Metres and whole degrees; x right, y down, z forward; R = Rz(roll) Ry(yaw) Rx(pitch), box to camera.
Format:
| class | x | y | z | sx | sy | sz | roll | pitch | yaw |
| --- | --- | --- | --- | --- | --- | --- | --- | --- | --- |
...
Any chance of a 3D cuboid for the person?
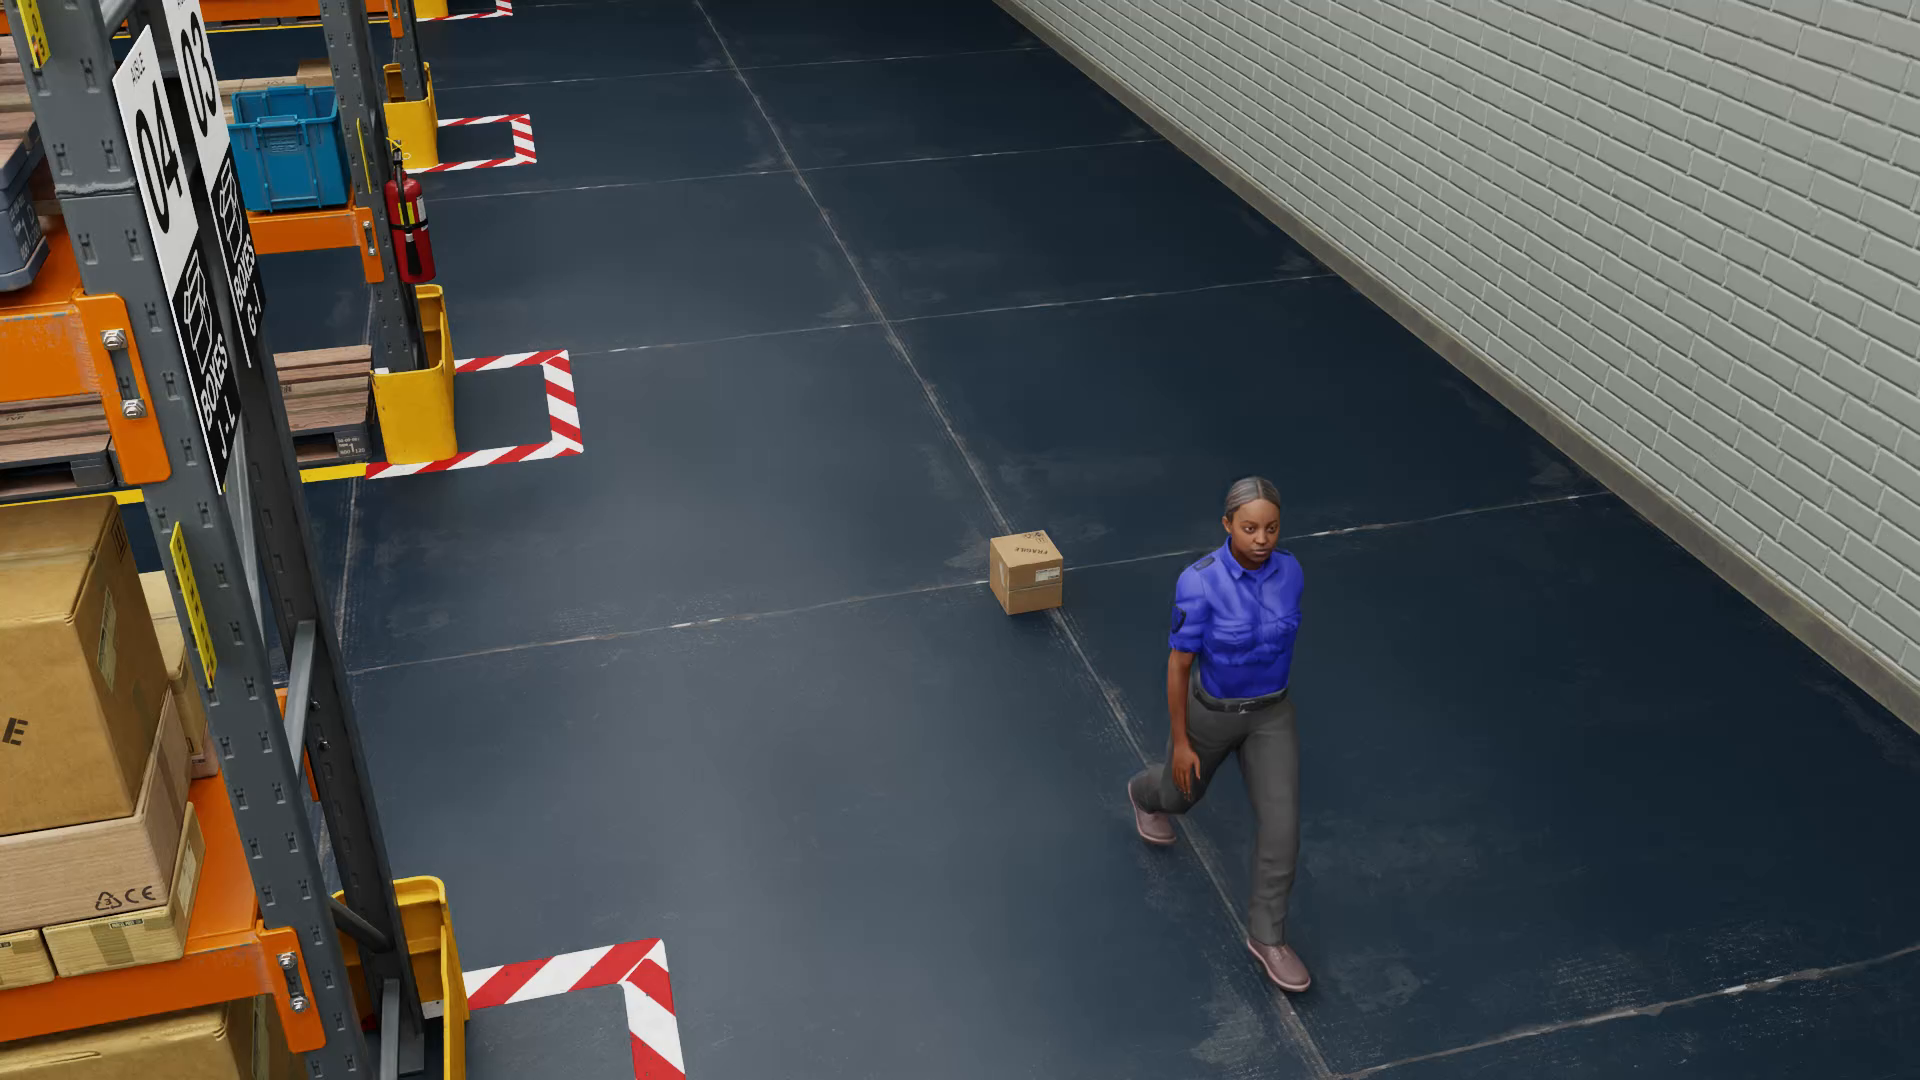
| class | x | y | z | sx | sy | sz | roll | pitch | yaw |
| --- | --- | --- | --- | --- | --- | --- | --- | --- | --- |
| person | 0.846 | 0.534 | 5.228 | 0.470 | 1.599 | 0.995 | -7 | 31 | -12 |
